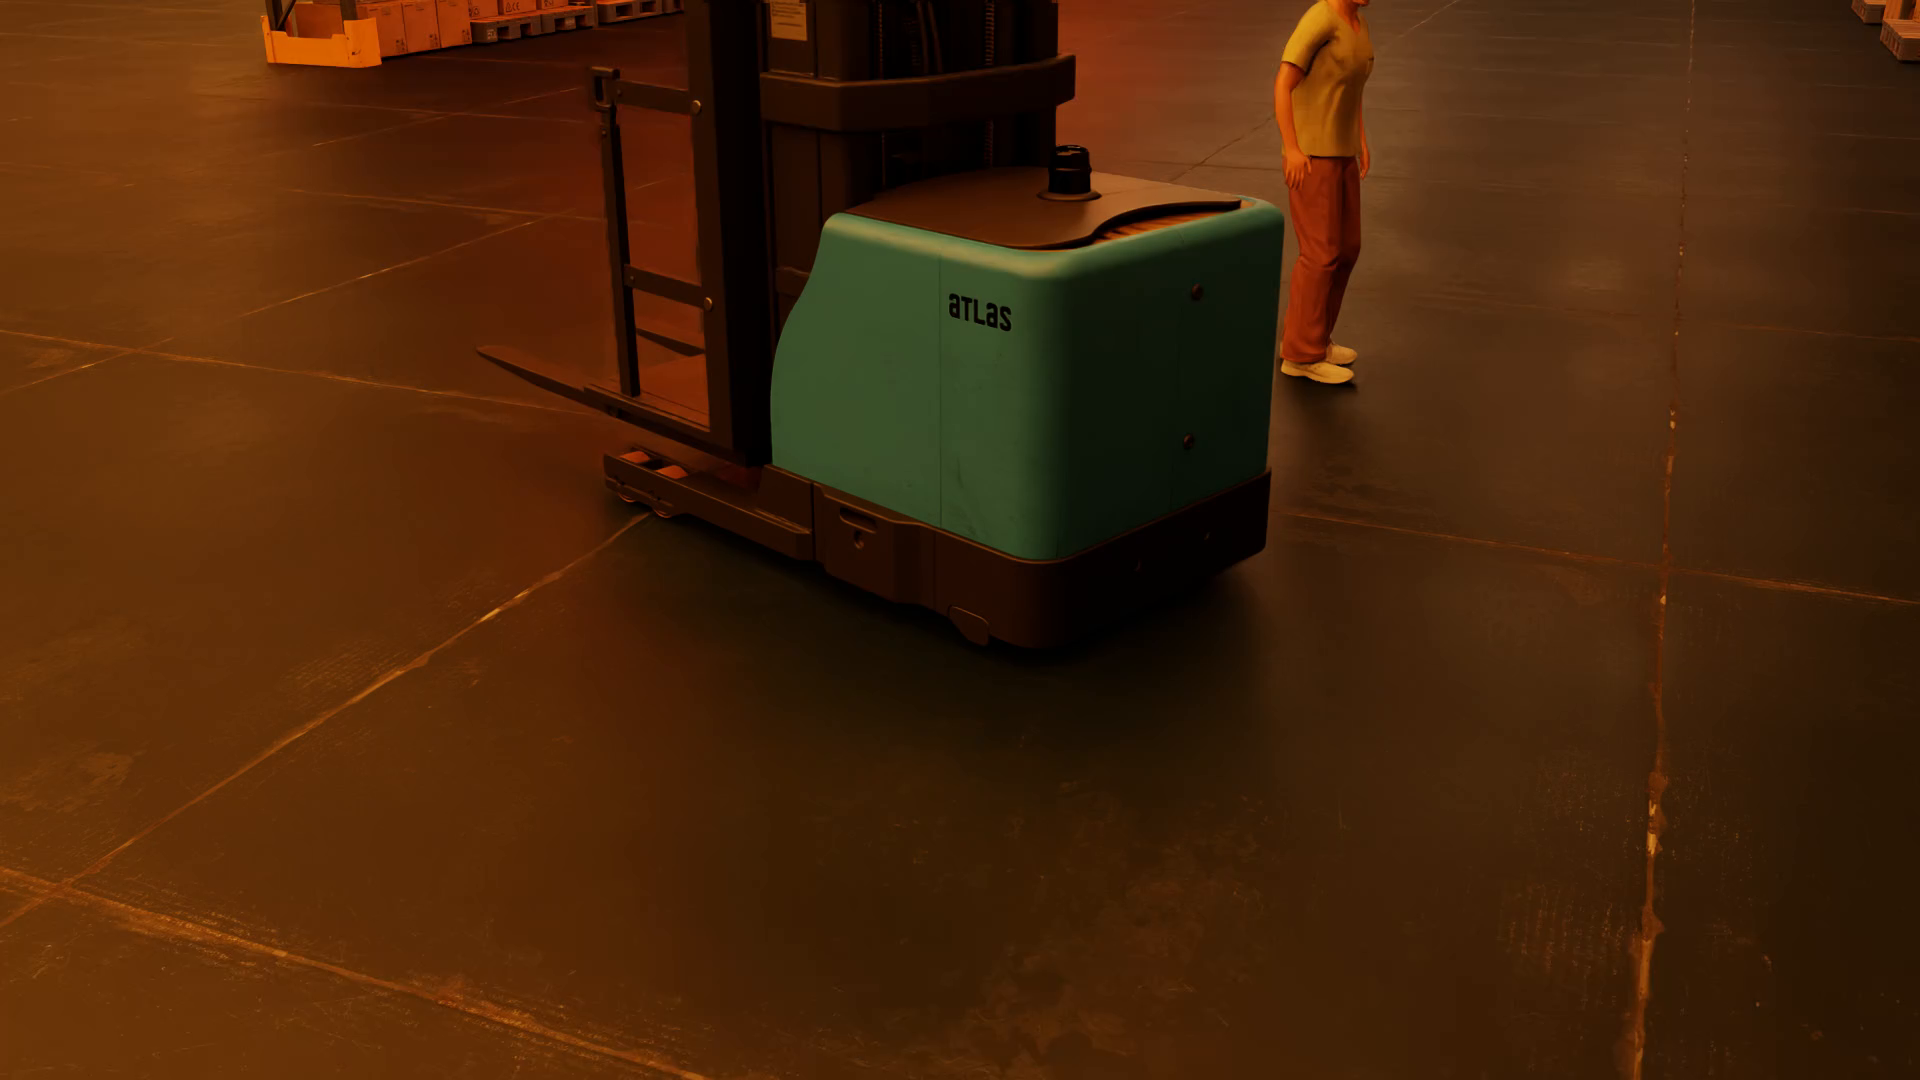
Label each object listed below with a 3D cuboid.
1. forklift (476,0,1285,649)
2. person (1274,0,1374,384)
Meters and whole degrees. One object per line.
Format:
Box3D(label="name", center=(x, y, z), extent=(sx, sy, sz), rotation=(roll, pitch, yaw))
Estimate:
Box3D(label="forklift", center=(-0.505, -1.545, 4.988), extent=(3.031, 2.935, 1.130), rotation=(21, 30, 40))
Box3D(label="person", center=(1.466, -1.468, 6.447), extent=(0.416, 1.666, 0.605), rotation=(16, 28, 34))
